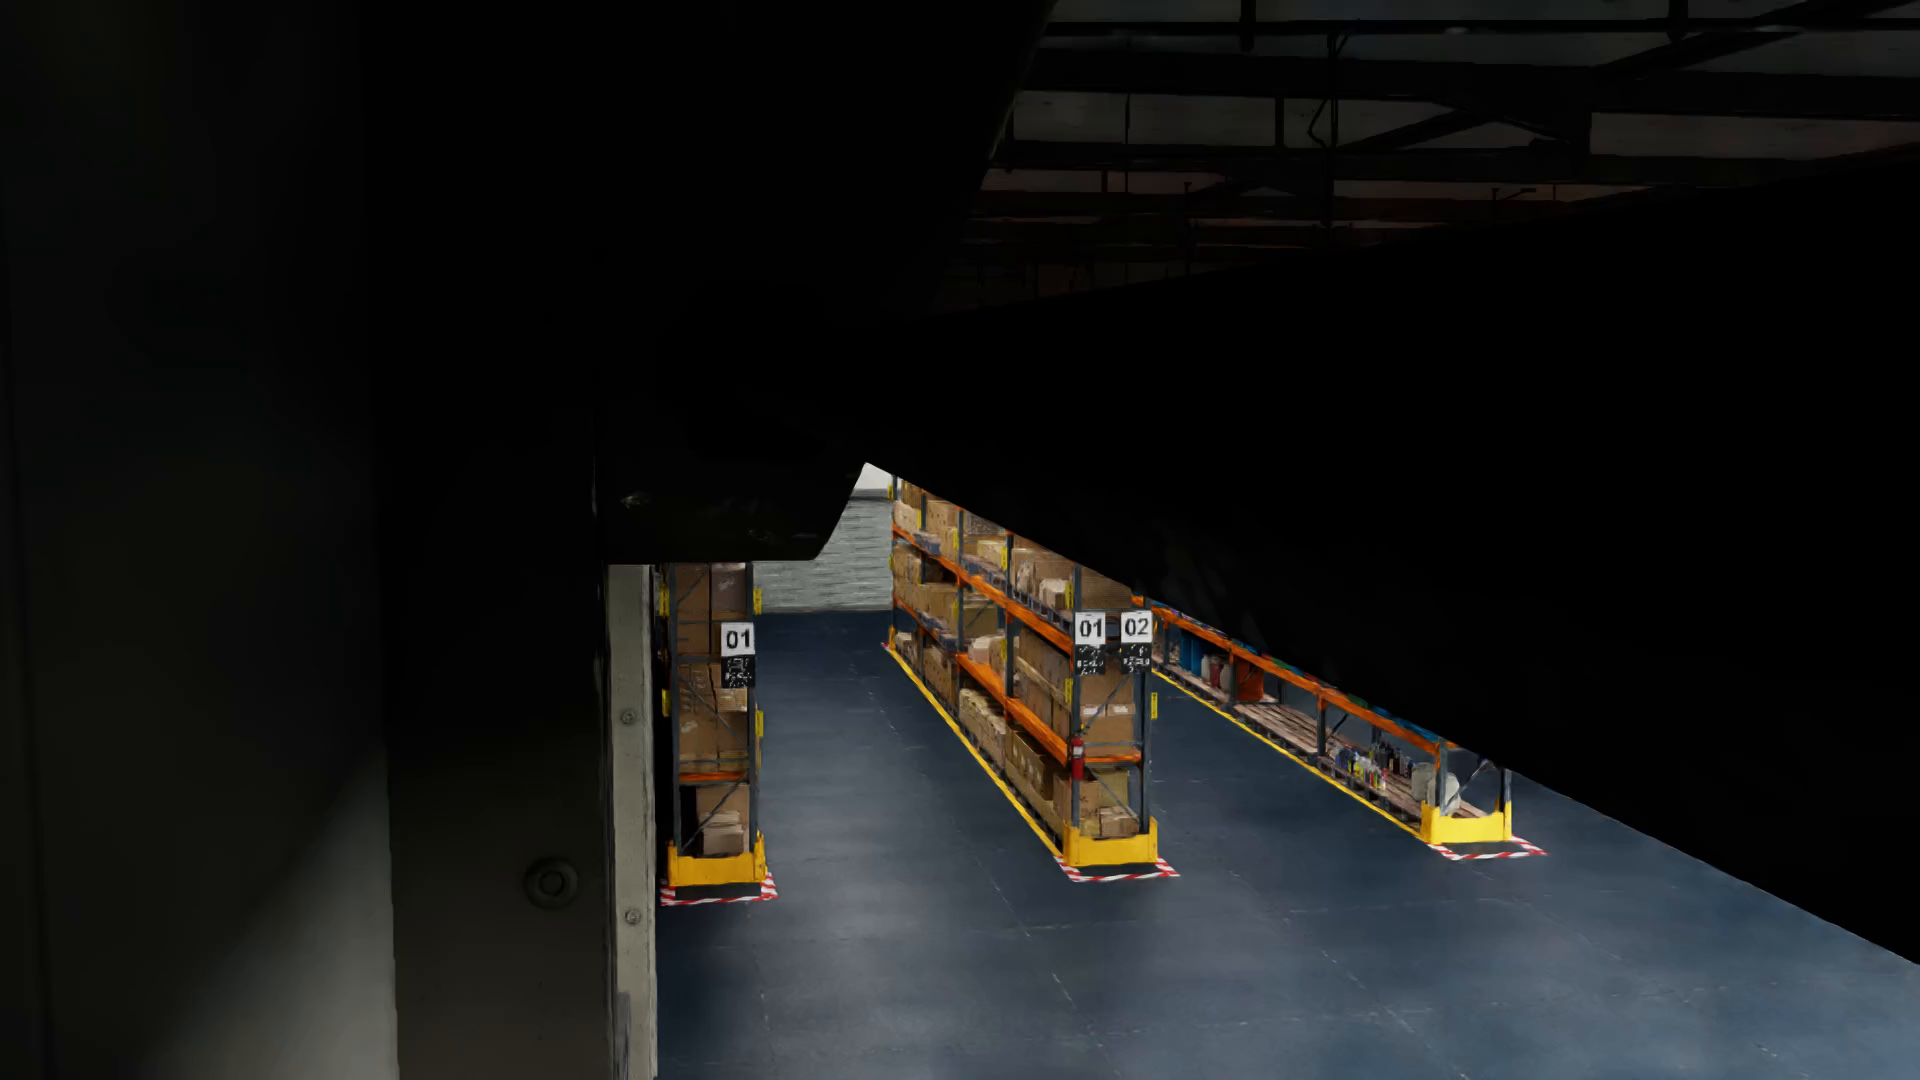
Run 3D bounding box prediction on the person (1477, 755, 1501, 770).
[{"bbox_3d":[8.302,2.779,25.628,0.625,1.596,0.510,-1,6,-12],"label":"person"}]
